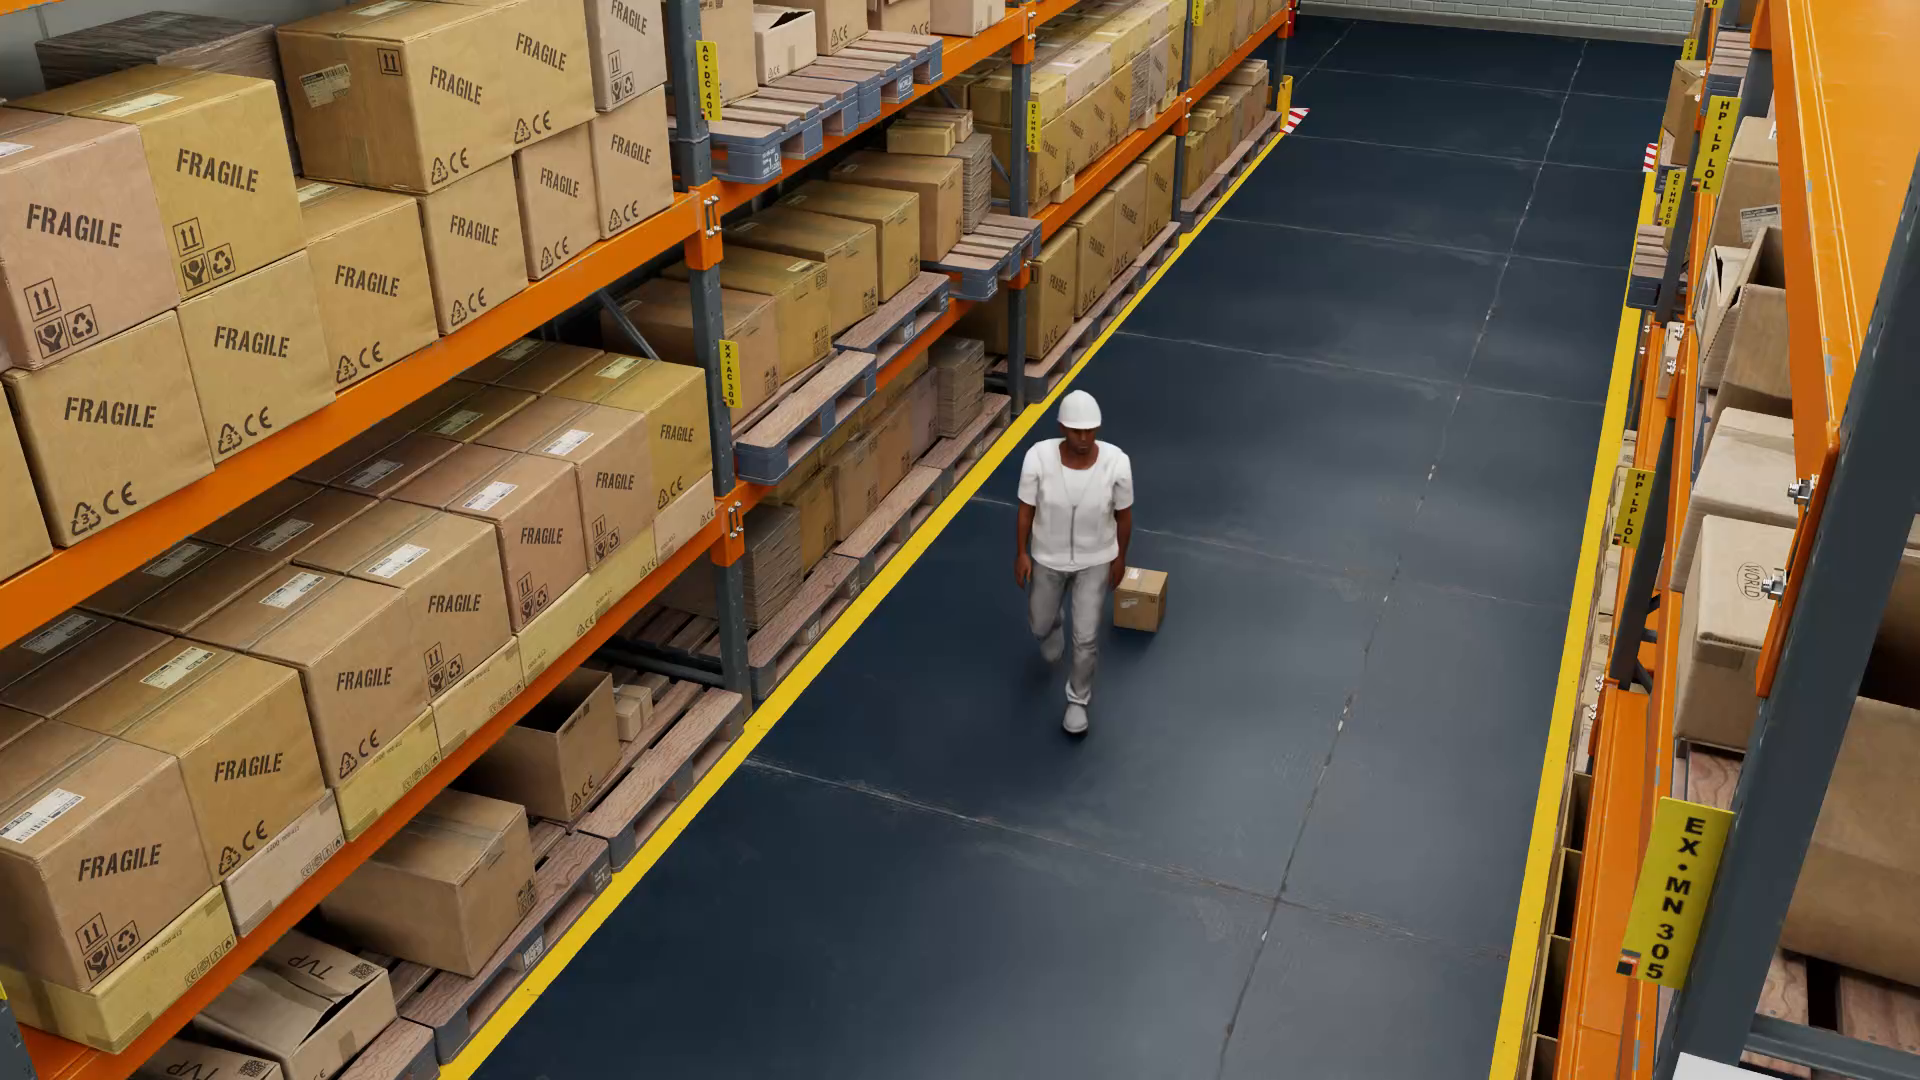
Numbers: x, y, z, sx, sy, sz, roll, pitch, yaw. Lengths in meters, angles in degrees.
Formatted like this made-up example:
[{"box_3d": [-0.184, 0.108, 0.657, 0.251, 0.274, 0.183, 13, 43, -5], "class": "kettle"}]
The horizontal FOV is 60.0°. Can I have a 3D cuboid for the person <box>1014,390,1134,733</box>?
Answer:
[{"box_3d": [0.560, 0.052, 8.259, 0.575, 1.750, 0.772, 3, 30, 6], "class": "person"}]
